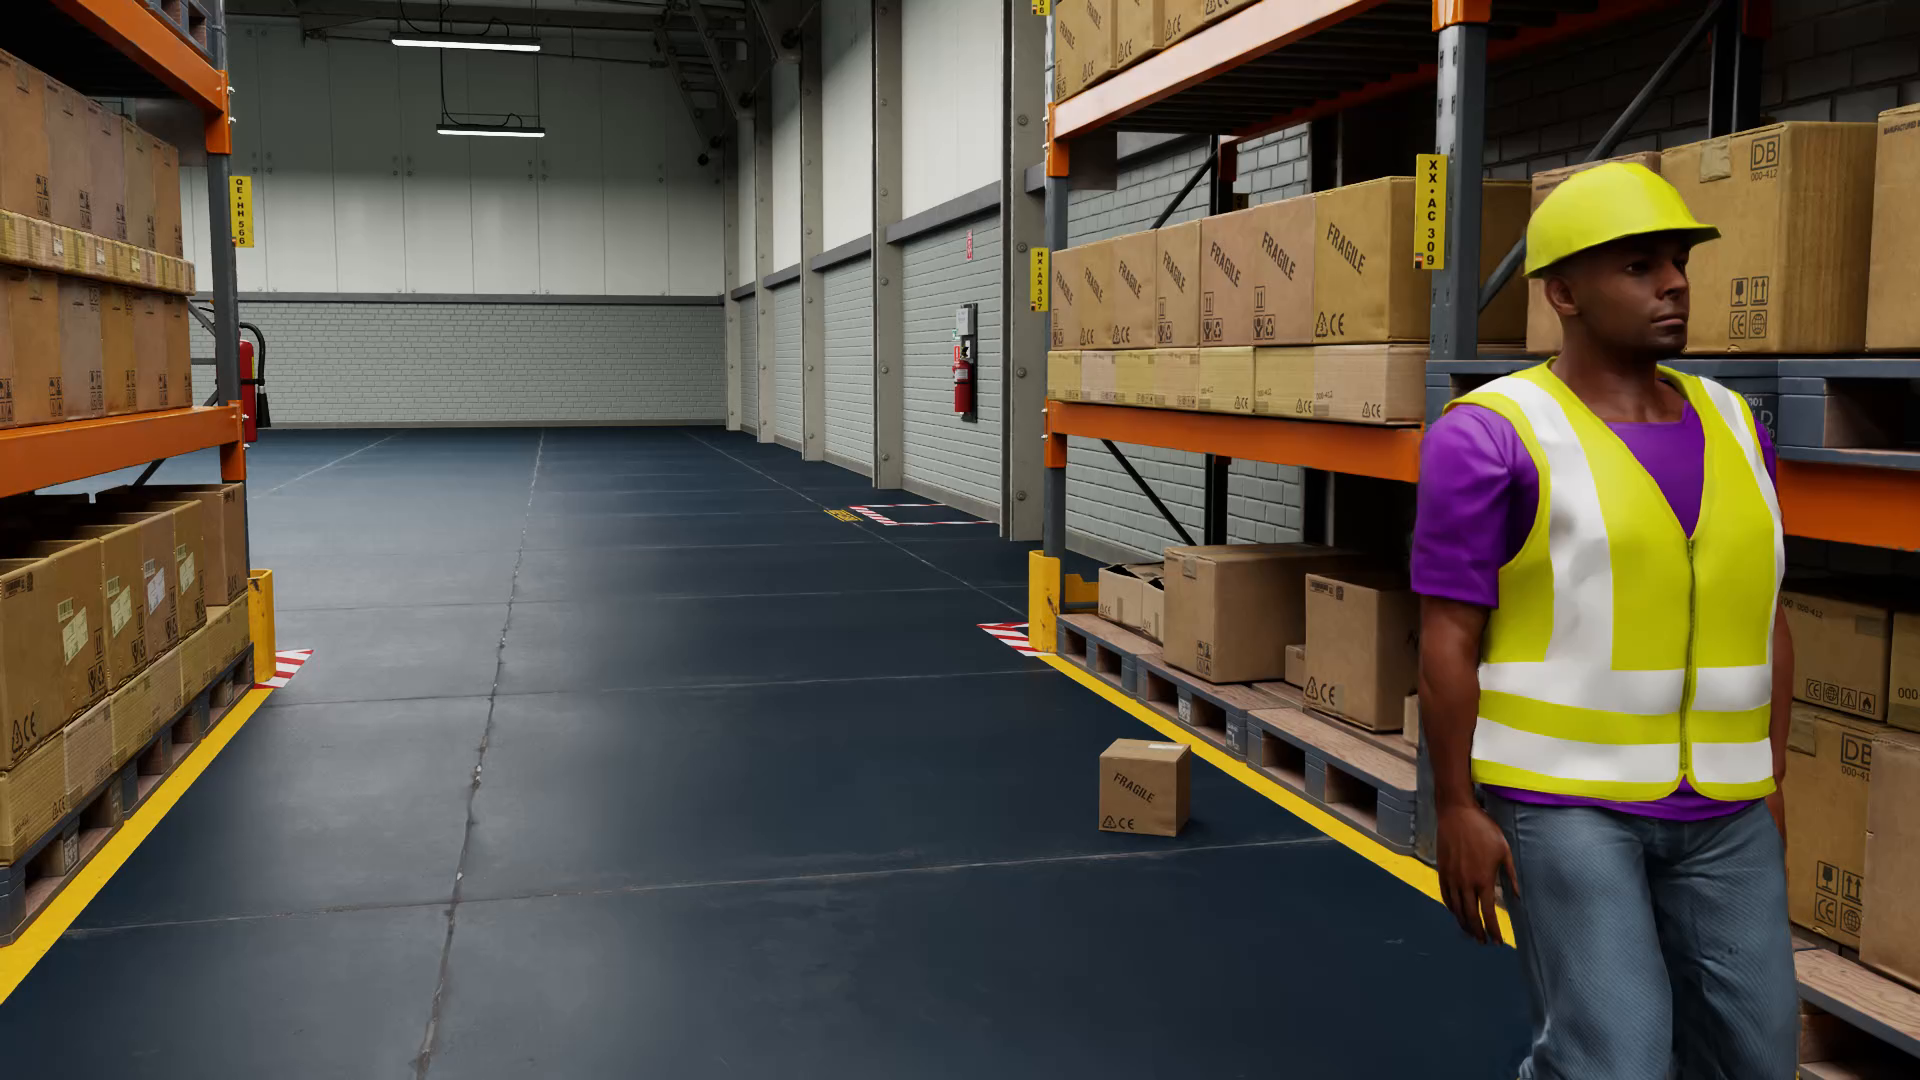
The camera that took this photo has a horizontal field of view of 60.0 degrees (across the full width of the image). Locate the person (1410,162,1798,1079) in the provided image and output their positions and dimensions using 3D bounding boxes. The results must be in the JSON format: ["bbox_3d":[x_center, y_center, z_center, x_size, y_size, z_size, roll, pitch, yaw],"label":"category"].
[{"bbox_3d":[0.922,0.356,2.373,0.567,1.753,0.678,-1,6,-13],"label":"person"}]
